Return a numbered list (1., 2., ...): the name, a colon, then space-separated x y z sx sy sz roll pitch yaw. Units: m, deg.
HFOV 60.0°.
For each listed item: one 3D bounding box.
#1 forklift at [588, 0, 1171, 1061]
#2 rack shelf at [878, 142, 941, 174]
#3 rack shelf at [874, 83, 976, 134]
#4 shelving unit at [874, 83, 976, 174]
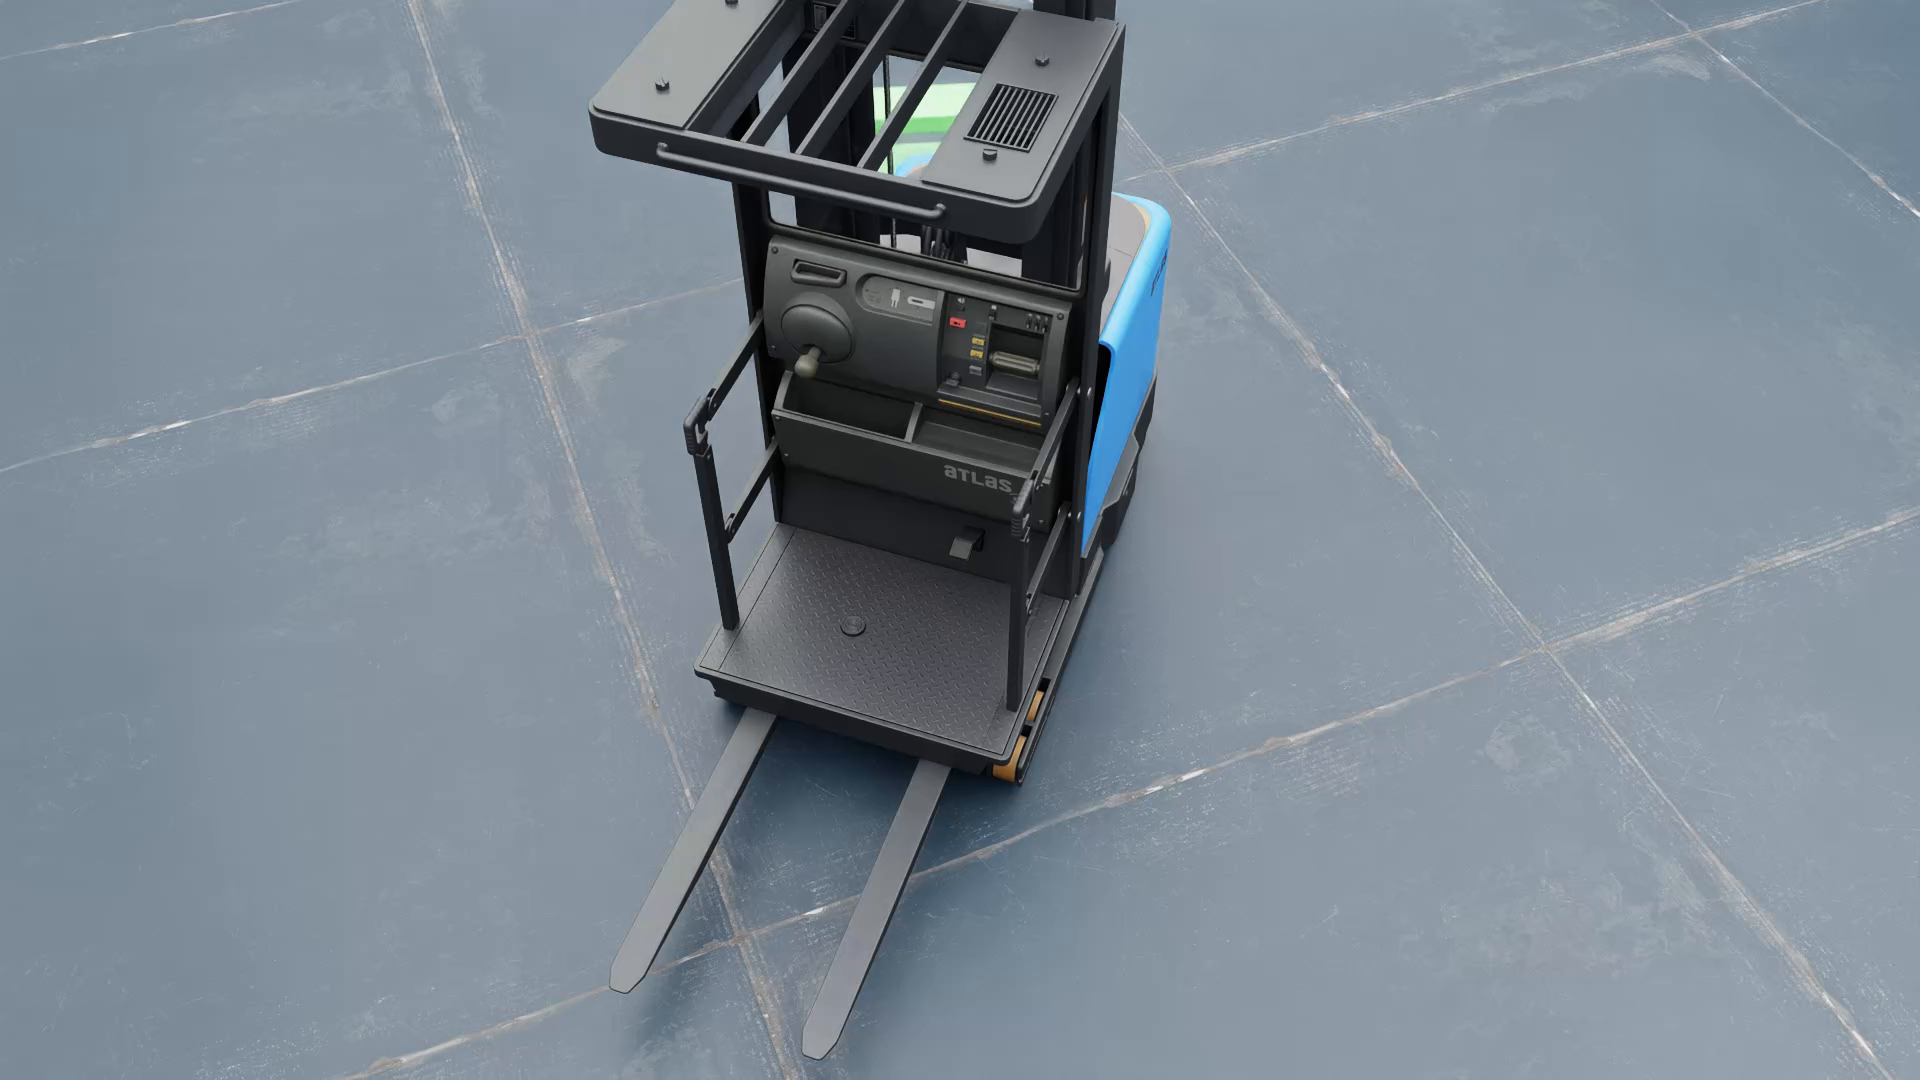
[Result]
1. forklift: -0.207 -0.507 4.753 1.130 2.935 3.031 15 51 12
2. rack shelf: -0.139 -1.420 6.431 0.480 0.148 0.258 -4 42 -3
3. rack shelf: -0.142 -1.597 6.269 0.480 0.148 0.258 -4 42 -3
4. shelving unit: -0.138 -1.290 6.550 0.503 1.200 0.258 -4 42 -3
